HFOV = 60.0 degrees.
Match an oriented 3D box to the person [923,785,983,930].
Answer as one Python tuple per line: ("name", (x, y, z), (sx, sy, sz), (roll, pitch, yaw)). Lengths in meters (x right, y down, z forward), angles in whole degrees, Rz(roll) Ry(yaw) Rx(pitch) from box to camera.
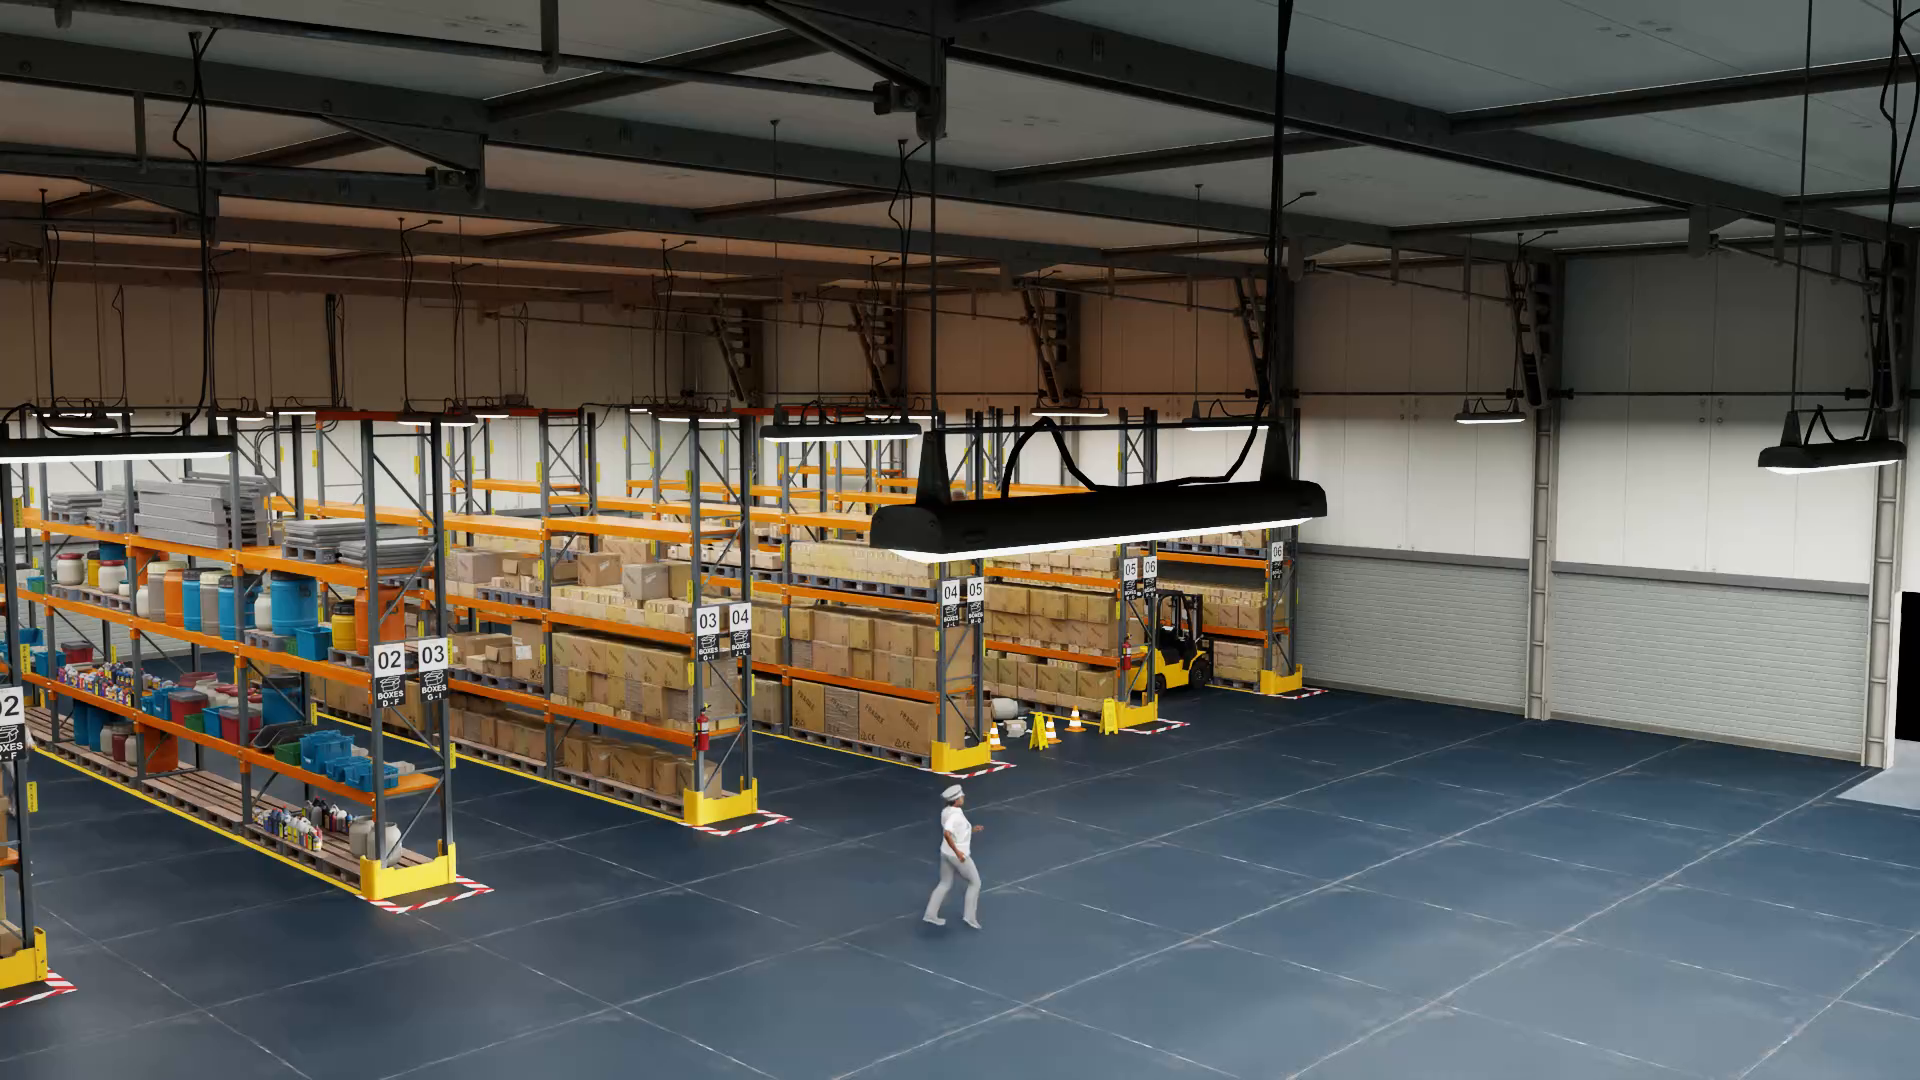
("person", (-0.053, 3.756, 19.587), (0.751, 1.760, 0.549), (-3, 6, -28))

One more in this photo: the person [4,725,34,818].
("person", (-14.082, 3.336, 24.808), (0.682, 1.617, 0.503), (3, 6, 29))
